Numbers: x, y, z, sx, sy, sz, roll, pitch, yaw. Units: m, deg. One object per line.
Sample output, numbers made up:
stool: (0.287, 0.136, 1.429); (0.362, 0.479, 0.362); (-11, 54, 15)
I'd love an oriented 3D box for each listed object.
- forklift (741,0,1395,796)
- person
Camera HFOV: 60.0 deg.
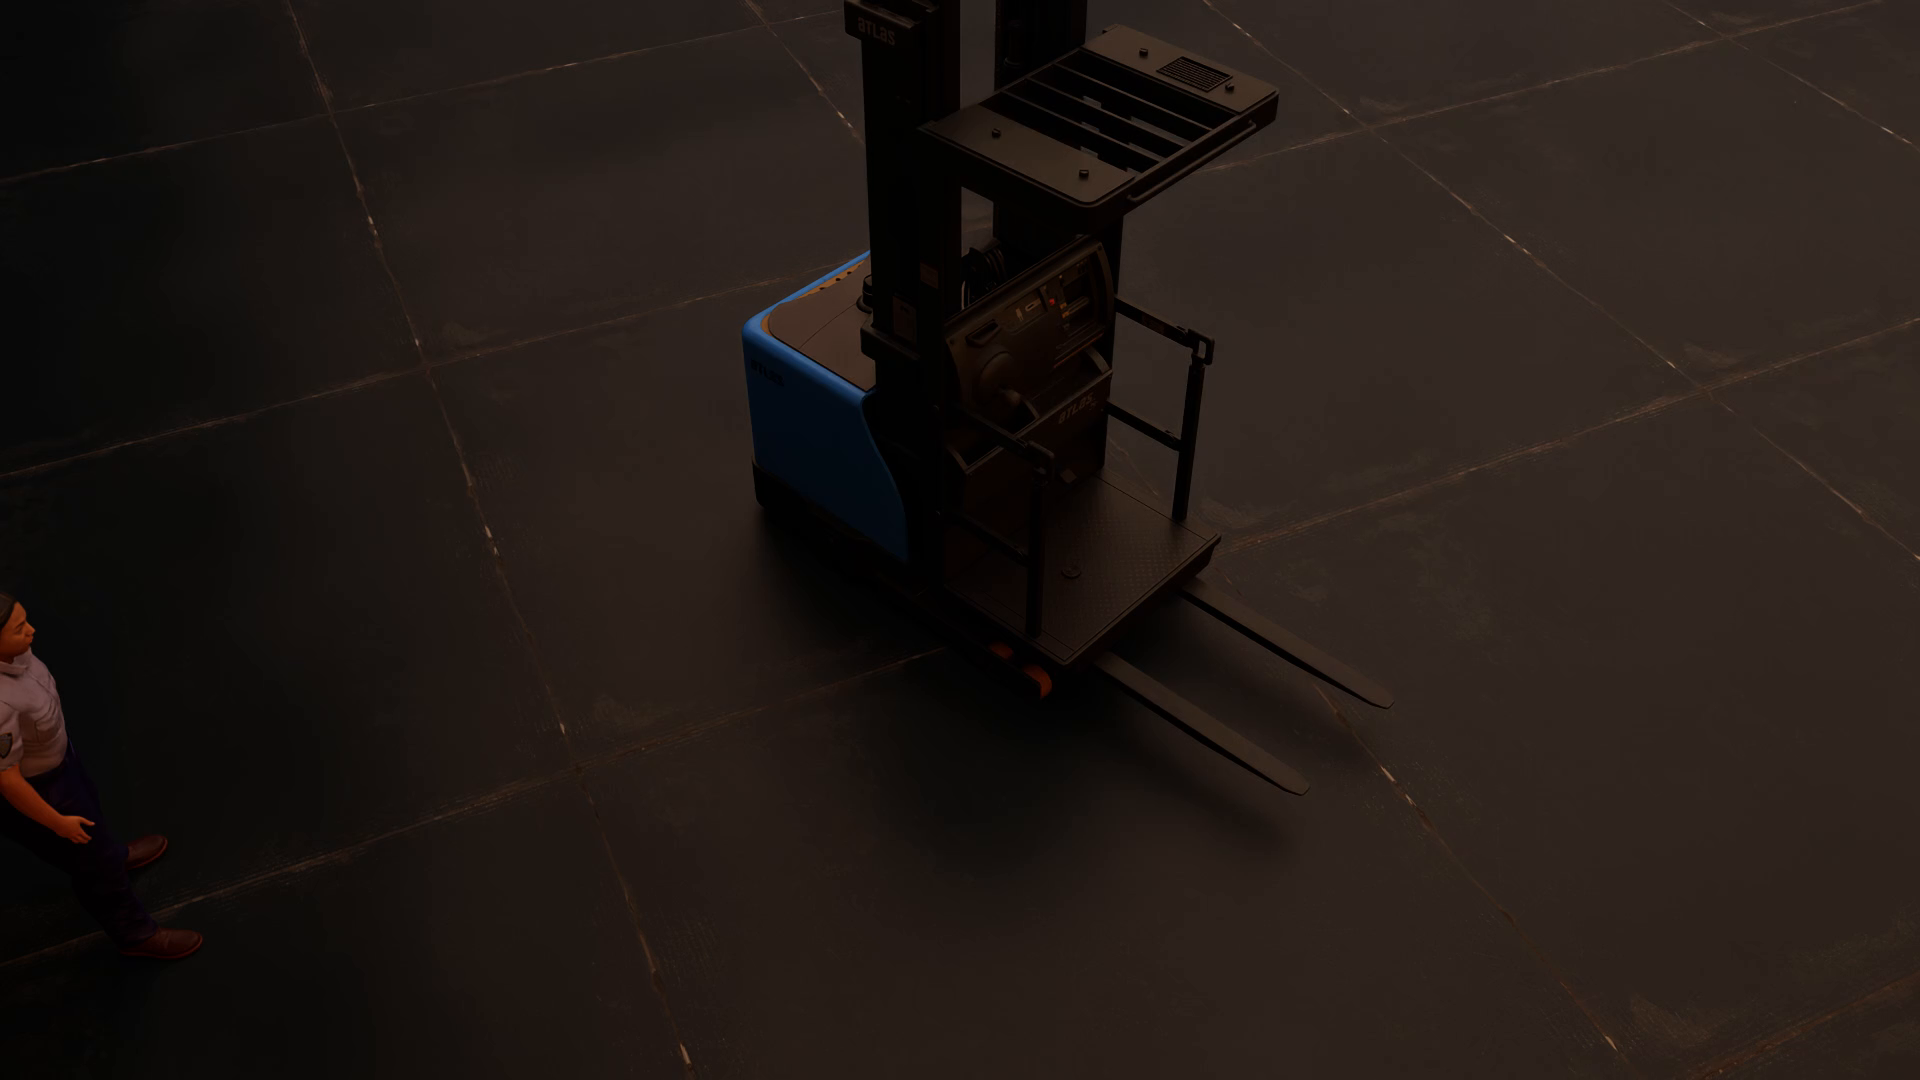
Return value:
forklift: (0.445, -0.788, 6.525); (3.031, 2.935, 1.130); (32, 52, 30)
person: (-3.143, 0.809, 5.766); (0.427, 1.643, 0.626); (-20, 46, -20)
